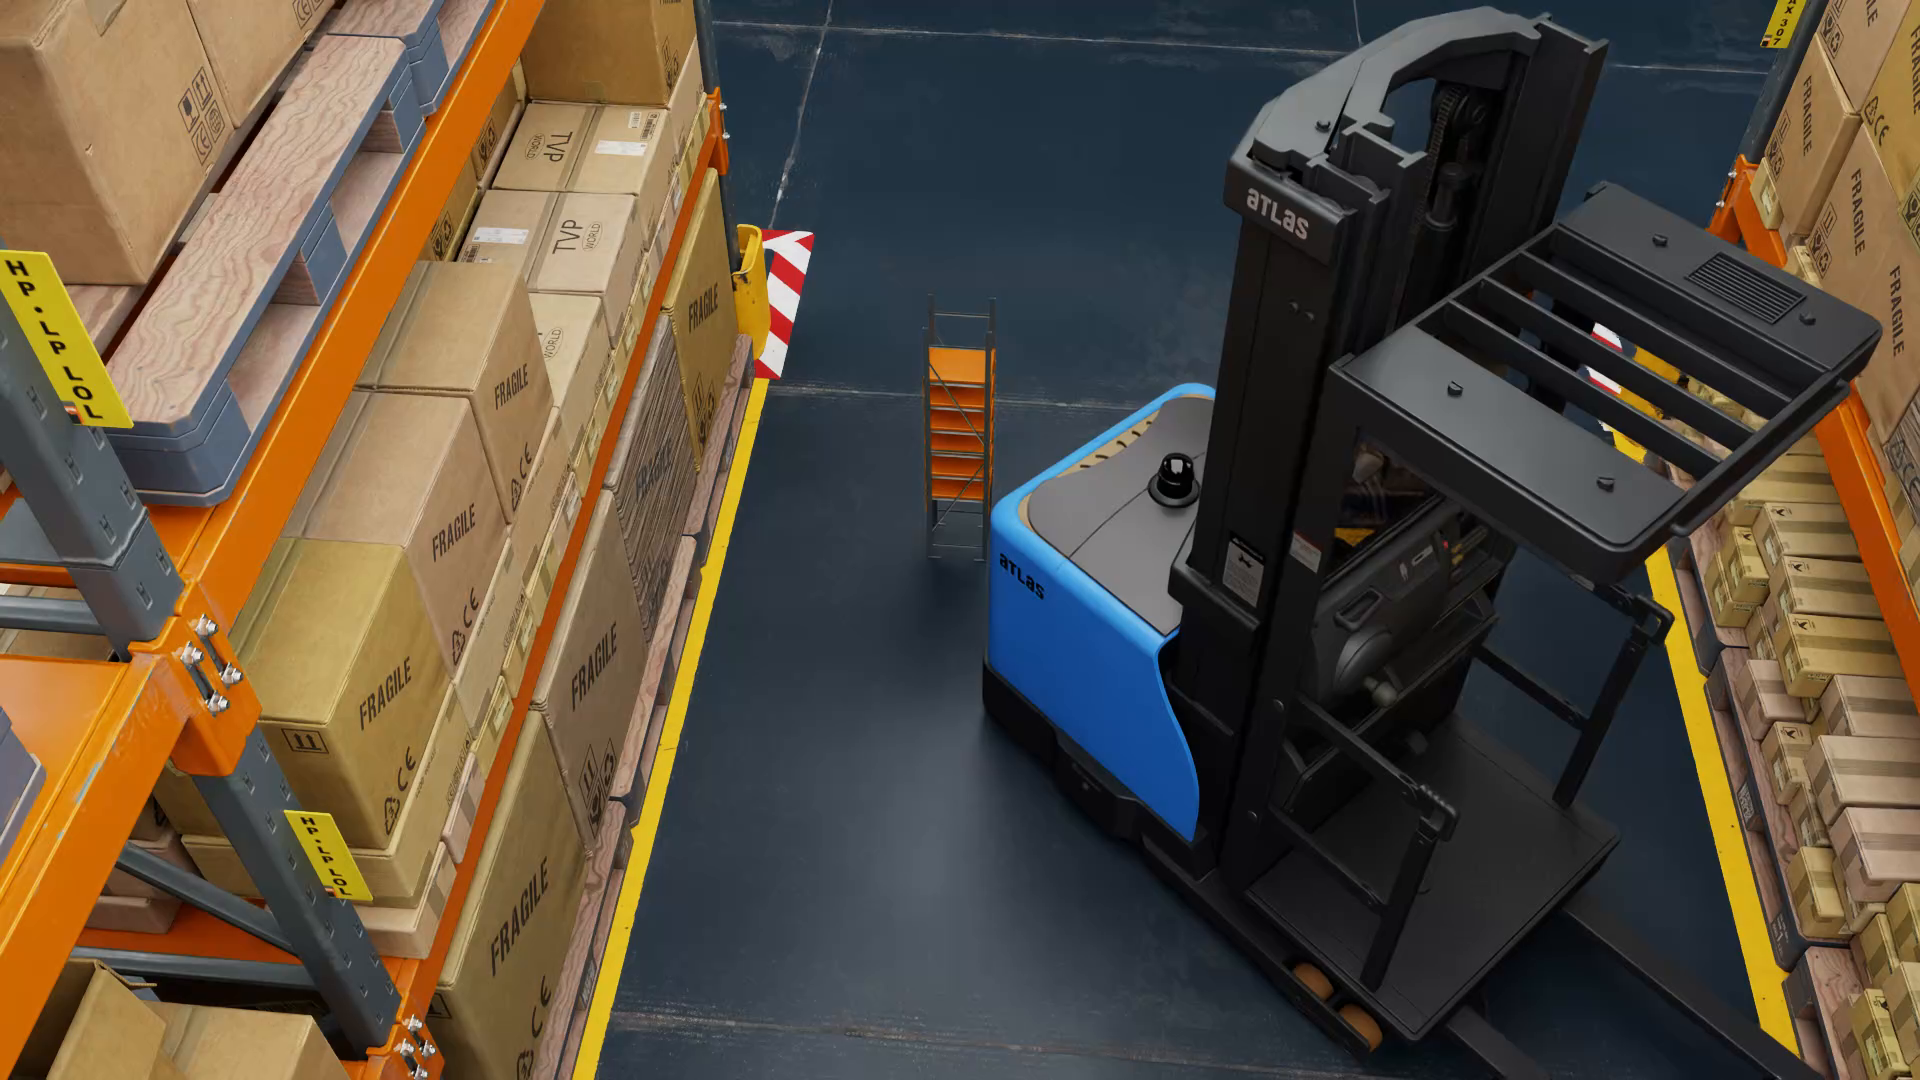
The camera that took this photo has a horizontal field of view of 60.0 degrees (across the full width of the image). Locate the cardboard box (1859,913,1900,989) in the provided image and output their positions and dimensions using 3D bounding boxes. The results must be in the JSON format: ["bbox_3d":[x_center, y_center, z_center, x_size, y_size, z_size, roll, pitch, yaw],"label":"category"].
[{"bbox_3d":[2.951,1.281,4.991,0.380,0.149,0.250,4,48,4],"label":"cardboard box"}]

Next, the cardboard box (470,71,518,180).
[{"bbox_3d":[-1.824,-1.559,5.535,0.500,0.500,0.500,3,48,3],"label":"cardboard box"}]

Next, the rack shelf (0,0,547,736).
[{"bbox_3d":[-1.648,-1.258,4.322,1.077,0.370,4.000,4,48,4],"label":"rack shelf"}]

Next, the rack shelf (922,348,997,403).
[{"bbox_3d":[-0.001,-0.607,6.065,0.258,0.103,0.180,4,48,4],"label":"rack shelf"}]

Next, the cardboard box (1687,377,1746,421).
[{"bbox_3d":[3.078,-0.568,6.481,0.380,0.149,0.250,2,48,2],"label":"cardboard box"}]

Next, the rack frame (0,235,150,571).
[{"bbox_3d":[-1.831,-1.043,1.606,1.000,3.000,0.127,4,48,4],"label":"rack frame"}]

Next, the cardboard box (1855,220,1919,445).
[{"bbox_3d":[3.067,-0.619,5.014,0.500,0.500,0.500,4,48,4],"label":"cardboard box"}]

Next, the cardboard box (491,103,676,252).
[{"bbox_3d":[-1.293,-1.261,5.771,0.500,0.250,0.500,3,48,3],"label":"cardboard box"}]

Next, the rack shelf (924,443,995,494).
[{"bbox_3d":[-0.001,-0.283,6.419,0.258,0.103,0.180,4,48,4],"label":"rack shelf"}]

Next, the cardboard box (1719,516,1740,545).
[{"bbox_3d":[3.139,0.015,6.351,0.380,0.149,0.250,4,48,4],"label":"cardboard box"}]

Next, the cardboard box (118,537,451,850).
[{"bbox_3d":[-1.532,0.344,3.795,0.500,0.500,0.500,4,48,4],"label":"cardboard box"}]

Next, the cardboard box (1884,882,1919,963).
[{"bbox_3d":[2.973,1.171,4.891,0.380,0.149,0.250,5,48,5],"label":"cardboard box"}]

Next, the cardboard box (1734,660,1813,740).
[{"bbox_3d":[2.969,0.566,5.847,0.380,0.149,0.250,2,48,2],"label":"cardboard box"}]

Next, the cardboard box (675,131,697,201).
[{"bbox_3d":[-1.193,-1.398,6.166,0.380,0.149,0.250,4,48,4],"label":"cardboard box"}]

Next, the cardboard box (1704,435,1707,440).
[{"bbox_3d":[3.161,-0.462,6.586,0.380,0.149,0.250,6,48,5],"label":"cardboard box"}]

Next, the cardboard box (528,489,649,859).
[{"bbox_3d":[-1.609,0.416,5.492,0.875,0.875,0.875,4,48,4],"label":"cardboard box"}]

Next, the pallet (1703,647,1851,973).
[{"bbox_3d":[3.234,0.936,5.751,1.003,0.211,1.213,4,48,4],"label":"pallet"}]

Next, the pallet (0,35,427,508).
[{"bbox_3d":[-1.746,-0.601,3.295,1.003,0.211,1.213,4,48,4],"label":"pallet"}]

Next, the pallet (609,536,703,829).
[{"bbox_3d":[-1.575,0.470,6.177,1.003,0.211,1.213,4,48,4],"label":"pallet"}]

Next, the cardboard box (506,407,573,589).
[{"bbox_3d":[-1.435,-0.142,4.747,0.500,0.250,0.500,5,48,4],"label":"cardboard box"}]

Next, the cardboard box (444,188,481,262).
[{"bbox_3d":[-1.869,-0.922,5.460,0.500,0.250,0.500,2,48,2],"label":"cardboard box"}]

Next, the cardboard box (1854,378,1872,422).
[{"bbox_3d":[3.112,-0.468,5.315,0.380,0.149,0.250,3,48,3],"label":"cardboard box"}]

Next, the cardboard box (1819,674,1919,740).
[{"bbox_3d":[3.050,0.591,5.421,0.380,0.149,0.250,4,48,4],"label":"cardboard box"}]

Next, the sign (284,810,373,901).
[{"bbox_3d":[-1.289,0.647,3.395,0.100,0.325,0.005,4,48,4],"label":"sign"}]

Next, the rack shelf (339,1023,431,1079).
[{"bbox_3d":[-2.013,2.694,2.741,1.077,0.370,4.000,4,48,4],"label":"rack shelf"}]

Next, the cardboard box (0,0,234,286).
[{"bbox_3d":[-1.819,-0.819,3.014,0.700,0.500,0.500,1,48,1],"label":"cardboard box"}]

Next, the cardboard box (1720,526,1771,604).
[{"bbox_3d":[3.014,0.102,6.070,0.380,0.149,0.250,5,48,5],"label":"cardboard box"}]

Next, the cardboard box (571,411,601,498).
[{"bbox_3d":[-1.332,-0.274,5.138,0.380,0.149,0.250,3,48,2],"label":"cardboard box"}]

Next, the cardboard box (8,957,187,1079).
[{"bbox_3d":[-1.881,1.079,2.983,0.797,0.503,0.637,3,48,3],"label":"cardboard box"}]

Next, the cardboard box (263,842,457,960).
[{"bbox_3d":[-1.472,0.871,4.091,0.380,0.149,0.250,4,48,4],"label":"cardboard box"}]

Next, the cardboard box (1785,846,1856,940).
[{"bbox_3d":[2.890,1.138,5.324,0.380,0.149,0.250,4,48,3],"label":"cardboard box"}]

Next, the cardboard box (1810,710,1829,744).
[{"bbox_3d":[3.066,0.704,5.519,0.380,0.149,0.250,6,48,5],"label":"cardboard box"}]

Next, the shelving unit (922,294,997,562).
[{"bbox_3d":[-0.001,-0.394,6.298,0.258,1.200,0.189,4,48,4],"label":"shelving unit"}]

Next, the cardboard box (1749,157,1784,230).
[{"bbox_3d":[3.108,-1.249,6.030,0.380,0.149,0.250,4,48,3],"label":"cardboard box"}]

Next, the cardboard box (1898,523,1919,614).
[{"bbox_3d":[2.963,0.095,4.801,0.380,0.149,0.250,5,48,4],"label":"cardboard box"}]

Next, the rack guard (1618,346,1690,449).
[{"bbox_3d":[3.457,-0.651,7.006,1.175,0.500,0.348,4,48,4],"label":"rack guard"}]

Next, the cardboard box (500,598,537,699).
[{"bbox_3d":[-1.403,0.291,4.621,0.380,0.149,0.250,3,48,2],"label":"cardboard box"}]

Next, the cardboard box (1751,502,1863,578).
[{"bbox_3d":[3.082,0.007,5.955,0.380,0.149,0.250,2,48,2],"label":"cardboard box"}]

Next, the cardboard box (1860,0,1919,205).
[{"bbox_3d":[3.119,-1.338,4.994,0.500,0.500,0.500,5,48,5],"label":"cardboard box"}]

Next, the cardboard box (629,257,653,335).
[{"bbox_3d":[-1.262,-0.839,5.654,0.380,0.149,0.250,3,48,3],"label":"cardboard box"}]

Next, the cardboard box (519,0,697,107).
[{"bbox_3d":[-1.249,-1.885,5.833,0.500,0.500,0.500,4,48,4],"label":"cardboard box"}]

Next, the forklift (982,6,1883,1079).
[{"bbox_3d":[1.434,0.210,4.572,1.130,2.935,3.031,-33,56,-27],"label":"forklift"}]
